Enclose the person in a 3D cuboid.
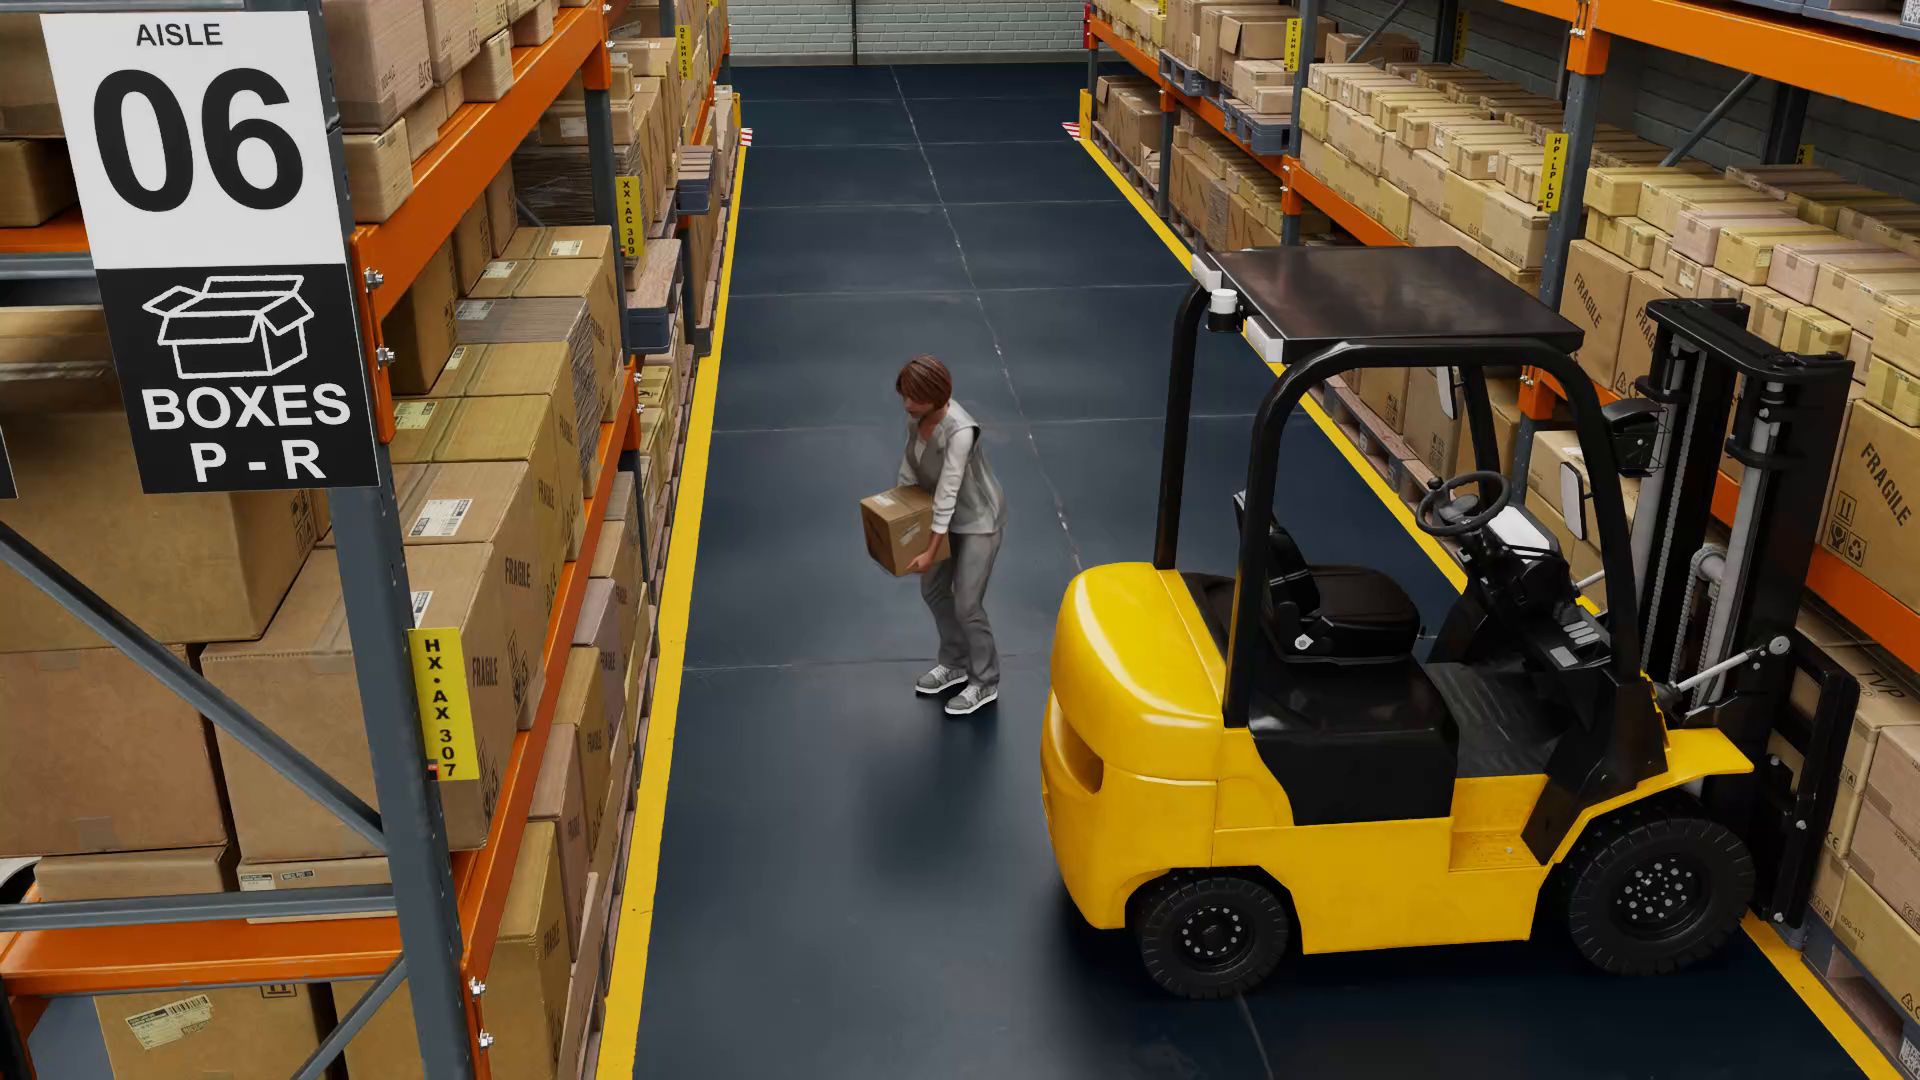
[{"bbox_3d":[-0.062,-0.023,6.733,0.533,1.548,0.384,-16,29,-32],"label":"person"}]
